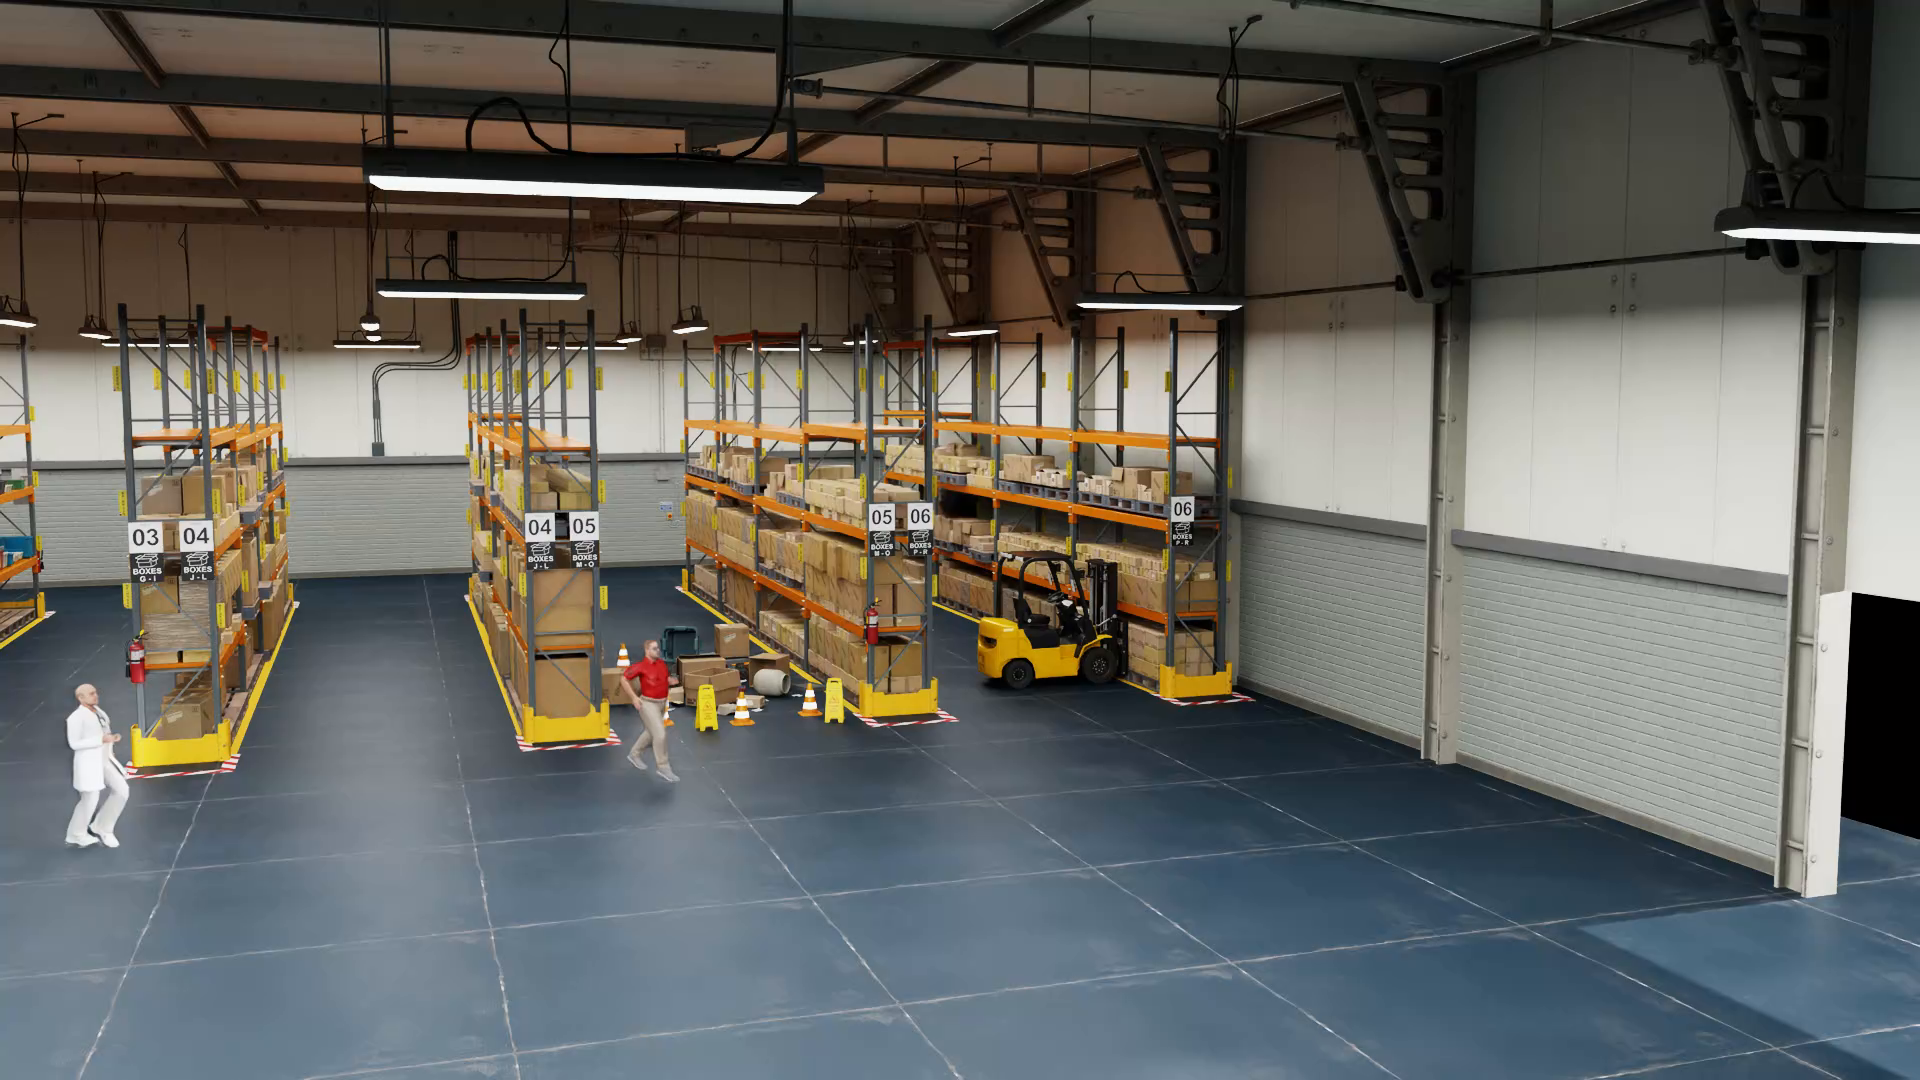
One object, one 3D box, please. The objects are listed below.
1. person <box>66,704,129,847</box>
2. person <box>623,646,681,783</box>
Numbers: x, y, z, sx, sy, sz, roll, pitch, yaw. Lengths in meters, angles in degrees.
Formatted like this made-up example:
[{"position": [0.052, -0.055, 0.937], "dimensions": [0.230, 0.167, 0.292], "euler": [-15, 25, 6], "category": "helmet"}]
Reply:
[{"position": [-9.316, 2.542, 17.857], "dimensions": [0.648, 1.606, 0.684], "euler": [1, 6, 10], "category": "person"}, {"position": [-3.887, 2.178, 21.044], "dimensions": [0.907, 1.689, 0.621], "euler": [2, 6, 24], "category": "person"}]
